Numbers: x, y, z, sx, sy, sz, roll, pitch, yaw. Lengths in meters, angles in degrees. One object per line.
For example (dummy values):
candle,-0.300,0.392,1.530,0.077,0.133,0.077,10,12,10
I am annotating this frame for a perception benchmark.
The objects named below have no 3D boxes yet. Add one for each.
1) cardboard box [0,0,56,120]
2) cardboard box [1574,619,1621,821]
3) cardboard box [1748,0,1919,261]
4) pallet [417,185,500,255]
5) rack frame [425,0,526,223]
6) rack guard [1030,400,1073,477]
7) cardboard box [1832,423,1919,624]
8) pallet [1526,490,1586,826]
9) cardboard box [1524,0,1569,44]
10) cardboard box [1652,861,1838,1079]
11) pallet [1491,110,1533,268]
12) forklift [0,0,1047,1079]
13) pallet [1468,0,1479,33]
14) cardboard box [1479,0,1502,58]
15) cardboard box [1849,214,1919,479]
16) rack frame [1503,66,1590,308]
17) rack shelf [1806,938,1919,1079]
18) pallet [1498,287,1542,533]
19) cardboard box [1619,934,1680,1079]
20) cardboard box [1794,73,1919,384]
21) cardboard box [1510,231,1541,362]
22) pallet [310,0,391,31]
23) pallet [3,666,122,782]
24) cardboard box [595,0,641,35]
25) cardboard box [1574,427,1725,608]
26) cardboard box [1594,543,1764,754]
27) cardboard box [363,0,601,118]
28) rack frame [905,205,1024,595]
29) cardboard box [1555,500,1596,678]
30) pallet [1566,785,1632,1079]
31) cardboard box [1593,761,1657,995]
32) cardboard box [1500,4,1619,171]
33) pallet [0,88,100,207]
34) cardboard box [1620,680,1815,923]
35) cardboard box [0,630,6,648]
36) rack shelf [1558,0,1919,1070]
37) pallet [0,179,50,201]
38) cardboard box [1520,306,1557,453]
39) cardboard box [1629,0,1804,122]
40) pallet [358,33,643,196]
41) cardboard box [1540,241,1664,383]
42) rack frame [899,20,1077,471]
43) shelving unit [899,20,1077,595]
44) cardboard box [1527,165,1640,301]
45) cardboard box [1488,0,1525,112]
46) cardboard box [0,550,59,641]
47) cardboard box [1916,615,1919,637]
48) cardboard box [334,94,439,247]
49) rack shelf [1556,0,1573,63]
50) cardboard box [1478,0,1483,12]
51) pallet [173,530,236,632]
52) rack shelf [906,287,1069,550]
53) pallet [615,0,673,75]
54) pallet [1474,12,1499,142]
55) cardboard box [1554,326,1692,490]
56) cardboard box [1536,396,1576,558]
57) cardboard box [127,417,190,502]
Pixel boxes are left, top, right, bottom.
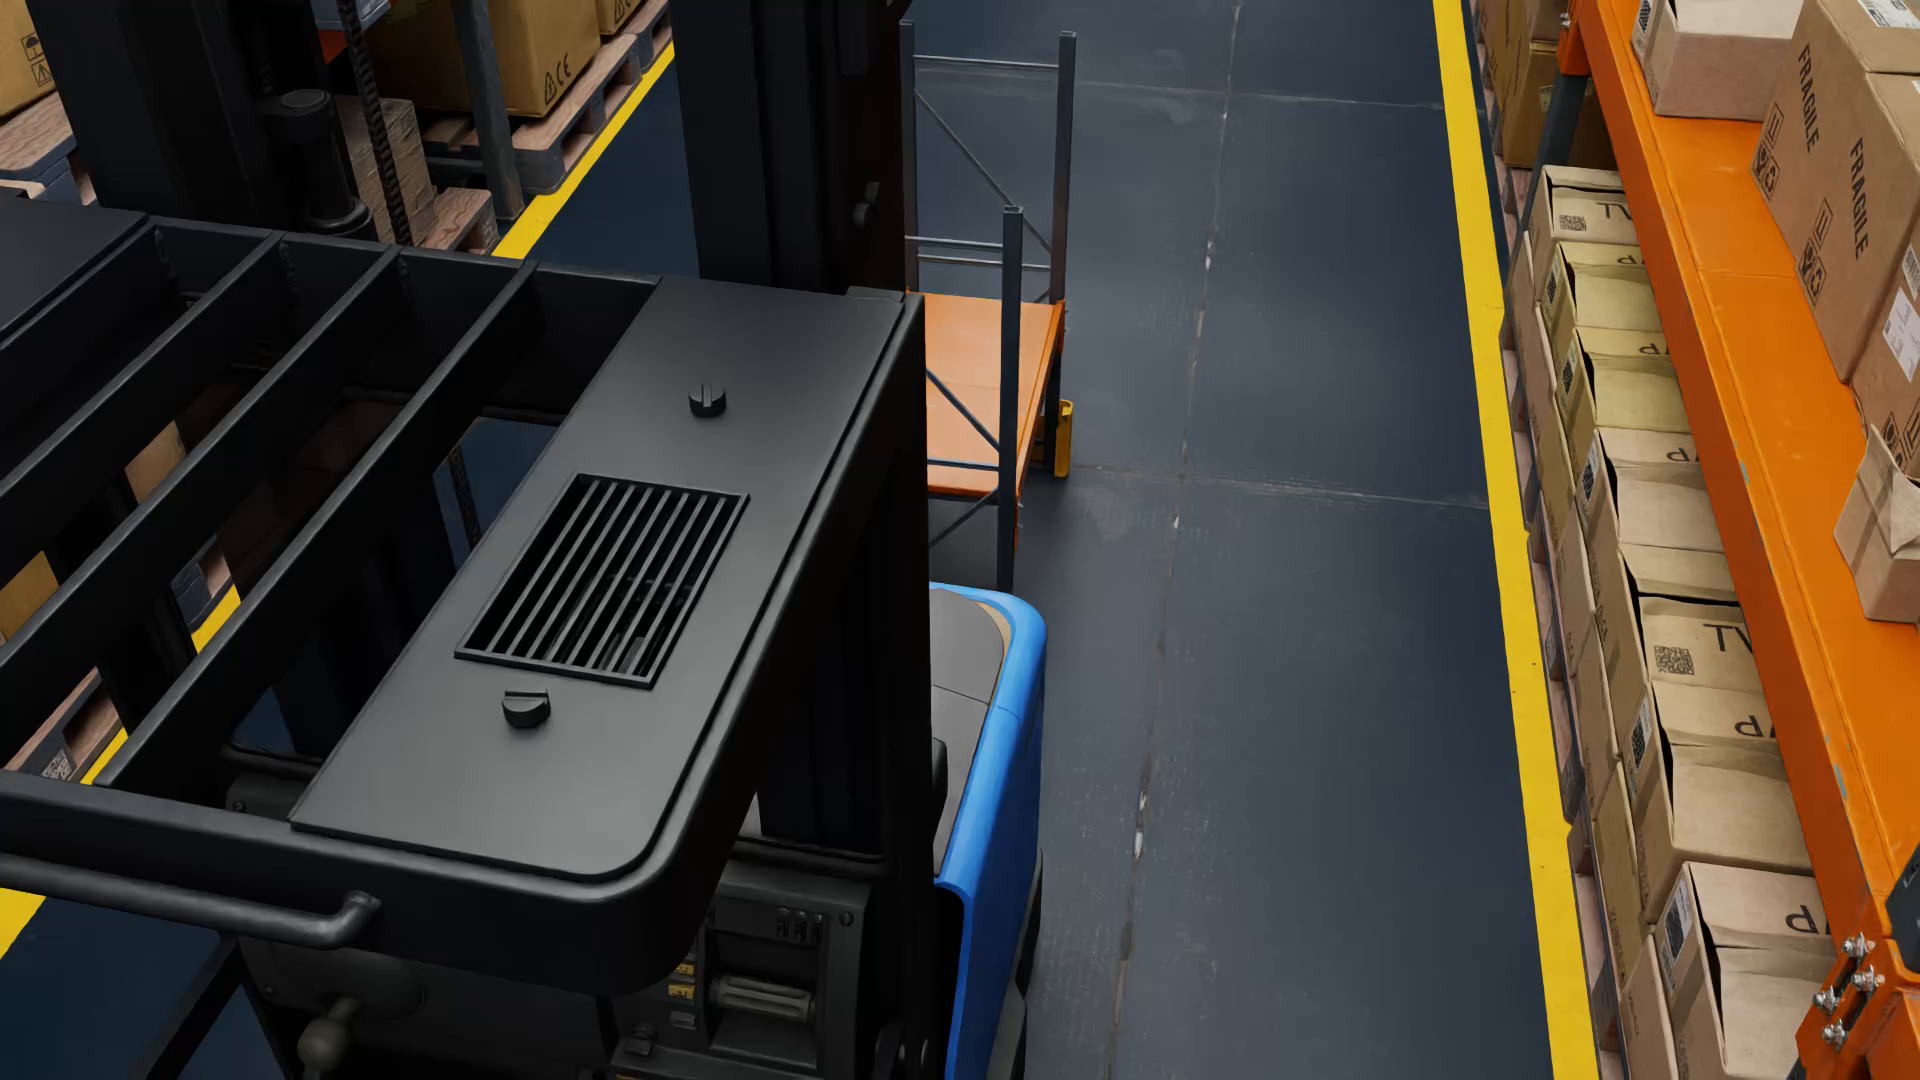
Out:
cardboard box,-2.694,-1.330,4.081,0.700,0.500,0.500,12,41,14
cardboard box,1.840,0.472,4.154,0.500,0.250,0.500,7,40,9
cardboard box,2.295,-0.990,4.015,0.500,0.500,0.500,4,40,5
pallet,-2.447,-0.985,6.276,1.003,0.211,1.213,6,40,8
rack frame,-2.311,-2.550,5.980,1.000,3.000,0.127,6,40,8
rack guard,0.073,-0.361,5.491,0.587,0.250,0.087,6,40,8
cardboard box,1.848,-0.016,3.021,0.396,0.266,0.258,5,40,7
pallet,2.175,0.344,4.668,1.003,0.211,1.213,6,40,8
cardboard box,2.505,-2.150,6.524,0.500,0.250,0.500,8,40,9
cardboard box,1.664,0.900,3.195,0.500,0.311,0.500,6,40,8
pallet,2.735,-1.396,6.773,1.003,0.211,1.213,6,40,8
forklift,-0.629,0.664,2.146,1.130,2.935,3.031,8,40,10
pallet,3.158,-2.927,8.625,1.003,0.211,1.213,6,40,8
cardboard box,2.674,-2.480,7.512,0.500,0.500,0.500,5,40,6
cardboard box,2.117,-0.345,3.235,0.500,0.500,0.500,9,40,11
rack frame,2.569,-2.006,5.322,1.000,3.000,0.127,6,40,8
rack shelf,1.531,2.037,0.997,1.077,0.370,4.000,6,40,8
pallet,2.388,-0.419,5.591,1.003,0.211,1.213,6,40,8
cardboard box,1.663,1.110,3.382,0.500,0.250,0.500,6,40,7
cardboard box,2.204,-0.659,3.615,0.500,0.500,0.500,6,40,8
cardboard box,2.189,-0.812,5.706,0.500,0.250,0.500,6,40,8
pallet,-2.329,-2.017,5.486,1.213,0.211,1.003,6,40,8
pallet,-2.870,0.546,4.424,1.003,0.211,1.213,6,40,8
cardboard box,-1.896,-2.879,7.736,0.750,0.750,0.750,6,40,7
cardboard box,1.928,-0.055,4.351,0.500,0.311,0.500,6,40,7
cardboard box,1.837,0.260,3.970,0.500,0.311,0.500,6,40,8
cardboard box,-2.054,-2.330,7.072,0.750,0.750,0.750,6,40,7
rack frame,-0.103,-0.205,4.321,0.500,1.500,0.032,6,40,8
cardboard box,1.930,0.152,4.540,0.500,0.250,0.500,7,40,9
pallet,1.966,1.112,3.739,1.003,0.211,1.213,6,40,8
cardboard box,1.752,0.793,3.766,0.500,0.250,0.500,6,40,7
cardboard box,2.500,-1.825,6.720,0.500,0.500,0.500,8,40,9
pallet,-2.613,-1.229,4.533,1.003,0.211,1.213,6,40,8
cardboard box,1.748,0.573,3.591,0.500,0.311,0.500,7,40,9
cardboard box,-2.892,0.290,4.161,0.700,0.500,0.500,8,40,9
rack shelf,2.223,-0.474,4.033,1.077,0.370,4.000,6,40,8
pallet,-2.727,-0.429,3.566,1.003,0.211,1.213,6,40,8
cardboard box,2.103,-0.496,5.325,0.500,0.250,0.500,5,40,6
cardboard box,2.223,-1.432,4.698,0.500,0.311,0.500,6,40,7
pallet,-2.100,-1.962,7.457,1.003,0.211,1.213,6,40,8
cardboard box,2.106,-0.697,5.128,0.500,0.311,0.500,5,40,7
rack frame,0.073,-0.844,5.093,0.500,1.500,0.032,6,40,8
shelving unit,-0.013,-0.530,4.714,0.587,1.500,1.083,6,40,8
cardboard box,2.189,-1.028,5.528,0.500,0.311,0.500,8,40,9
cardboard box,2.589,-2.150,7.113,0.500,0.500,0.500,5,40,6
cardboard box,-2.852,-0.039,4.560,0.700,0.500,0.500,6,40,7
cardboard box,1.919,0.248,2.713,0.500,0.250,0.500,9,40,10
cardboard box,-2.384,-1.299,6.083,0.700,0.500,0.500,7,40,8
rack shelf,2.915,-2.984,7.070,1.077,0.370,4.000,6,40,8
cardboard box,2.762,-2.797,7.896,0.500,0.500,0.500,7,40,8
pallet,-2.661,-0.222,5.352,1.003,0.211,1.213,6,40,8
rack shelf,-0.015,-0.386,4.822,0.538,0.185,1.000,6,40,8
pallet,-1.887,-2.725,8.380,1.003,0.211,1.213,6,40,8
pallet,2.949,-2.159,7.696,1.003,0.211,1.213,6,40,8
cardboard box,2.016,-0.378,4.741,0.500,0.311,0.500,5,40,6
cardboard box,2.019,-0.169,4.929,0.500,0.250,0.500,5,40,6
cardboard box,-2.724,-0.355,4.942,0.700,0.500,0.500,7,40,8
